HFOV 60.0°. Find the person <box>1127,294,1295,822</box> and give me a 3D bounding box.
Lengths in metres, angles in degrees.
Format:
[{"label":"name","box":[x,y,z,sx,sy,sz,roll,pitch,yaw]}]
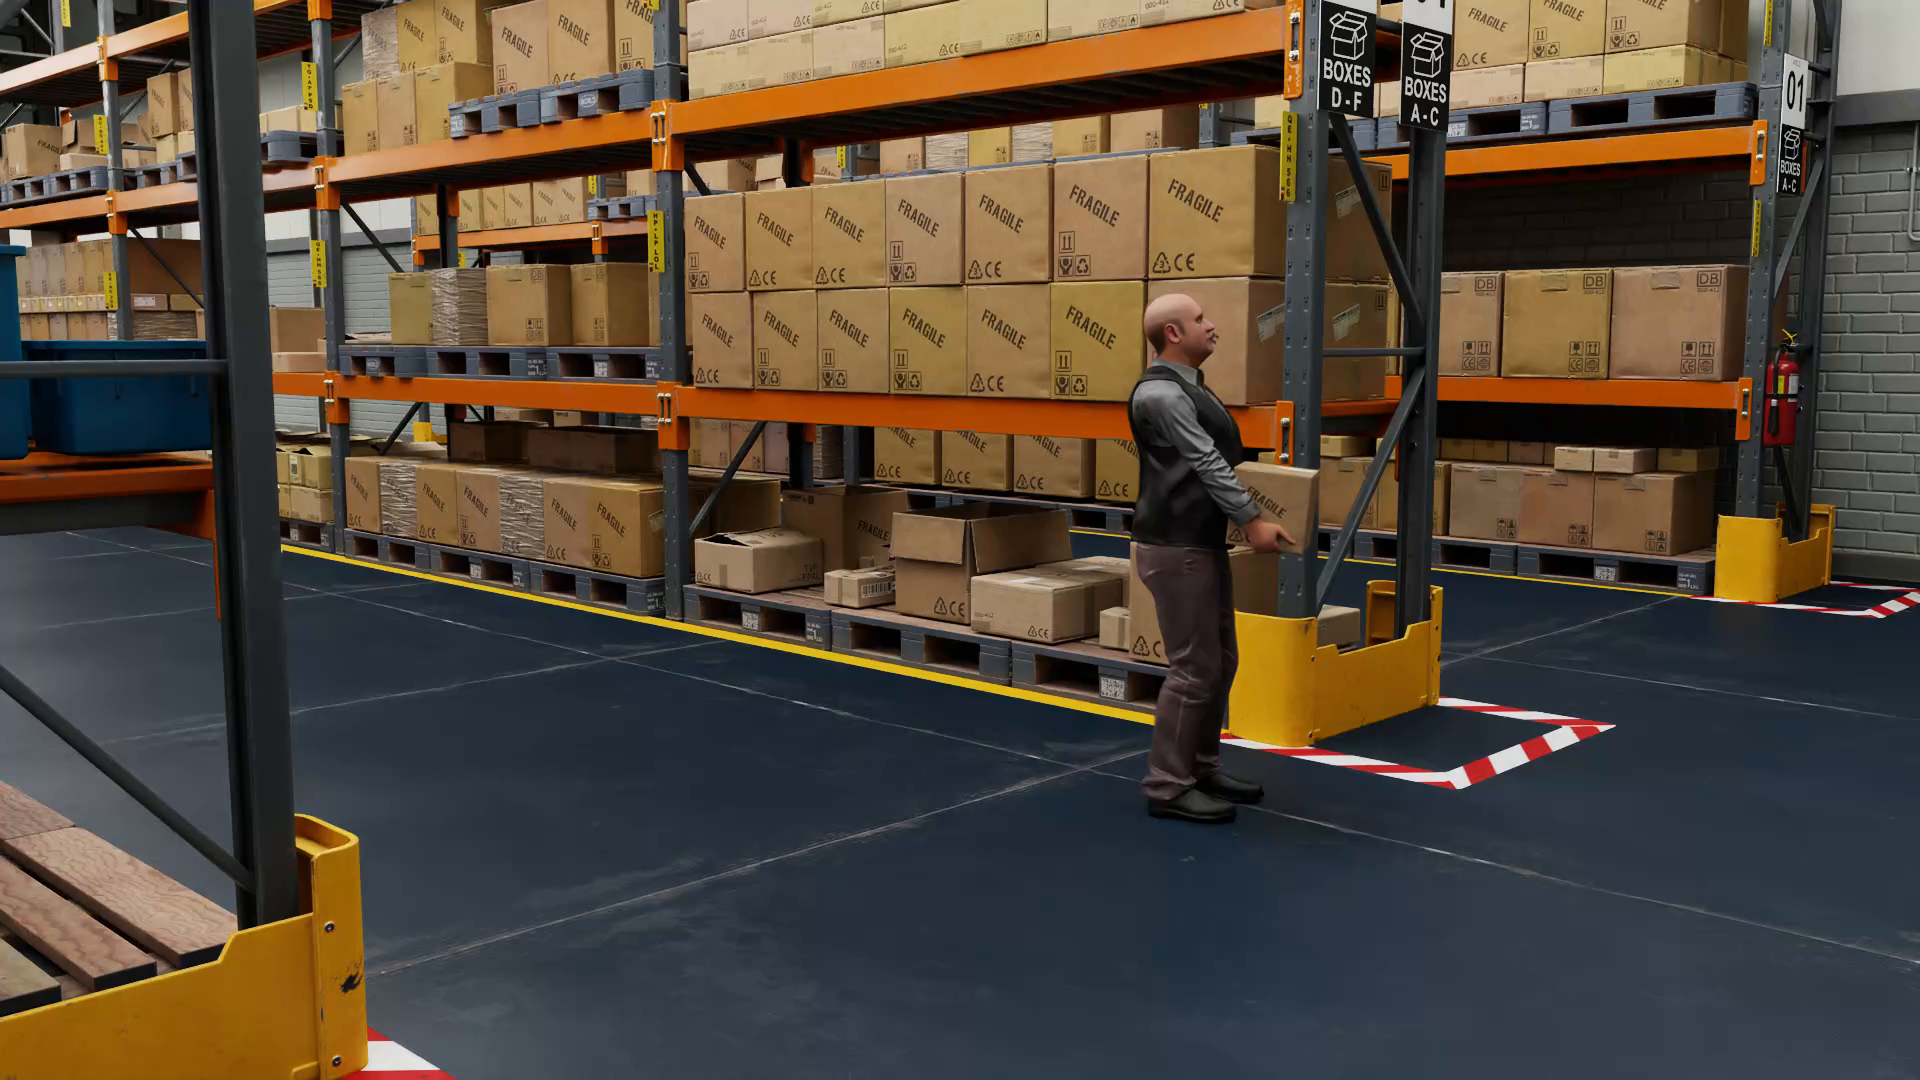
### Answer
[{"label":"person","box":[0.845,0.048,5.504,0.551,1.711,0.494,2,7,17]}]
